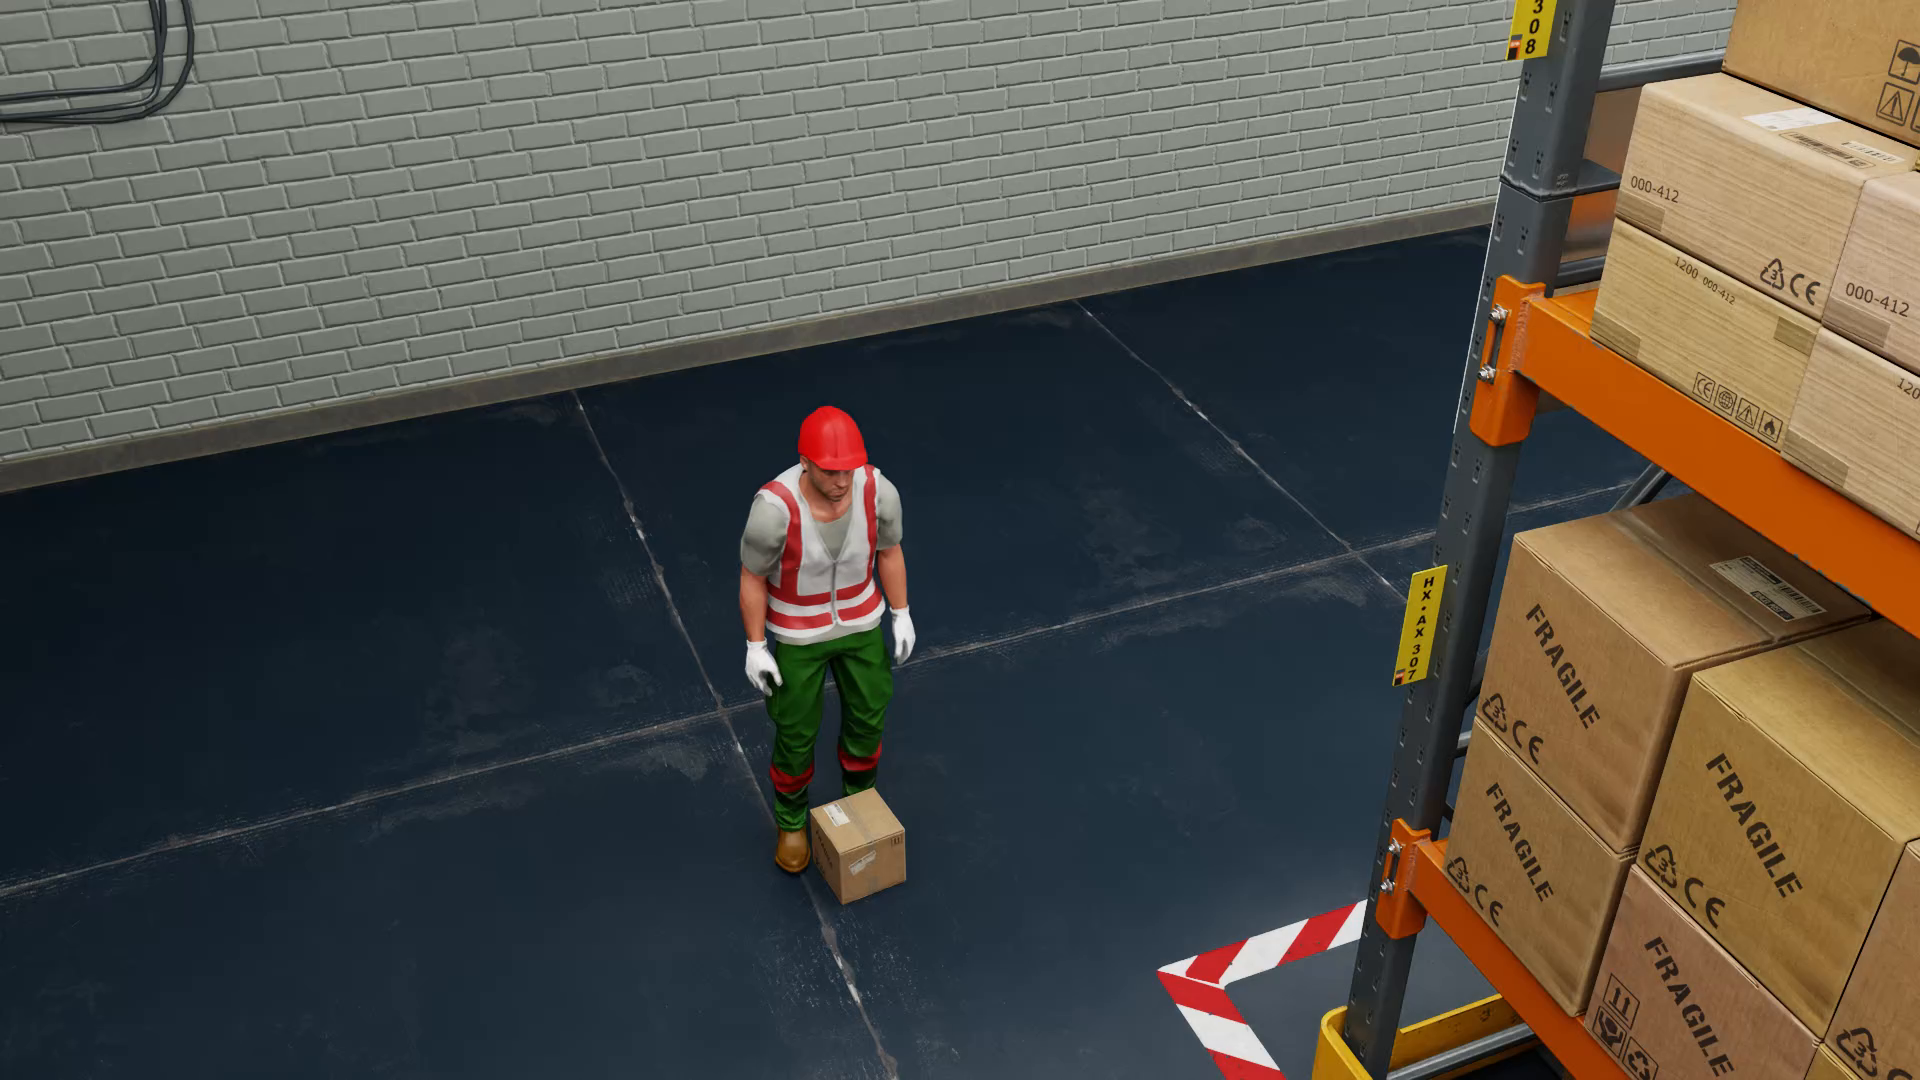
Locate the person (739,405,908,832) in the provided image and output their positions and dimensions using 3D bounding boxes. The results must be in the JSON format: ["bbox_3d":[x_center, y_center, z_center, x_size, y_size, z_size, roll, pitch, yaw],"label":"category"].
[{"bbox_3d":[-0.441,0.300,5.616,0.581,1.719,0.449,-13,35,-19],"label":"person"}]
